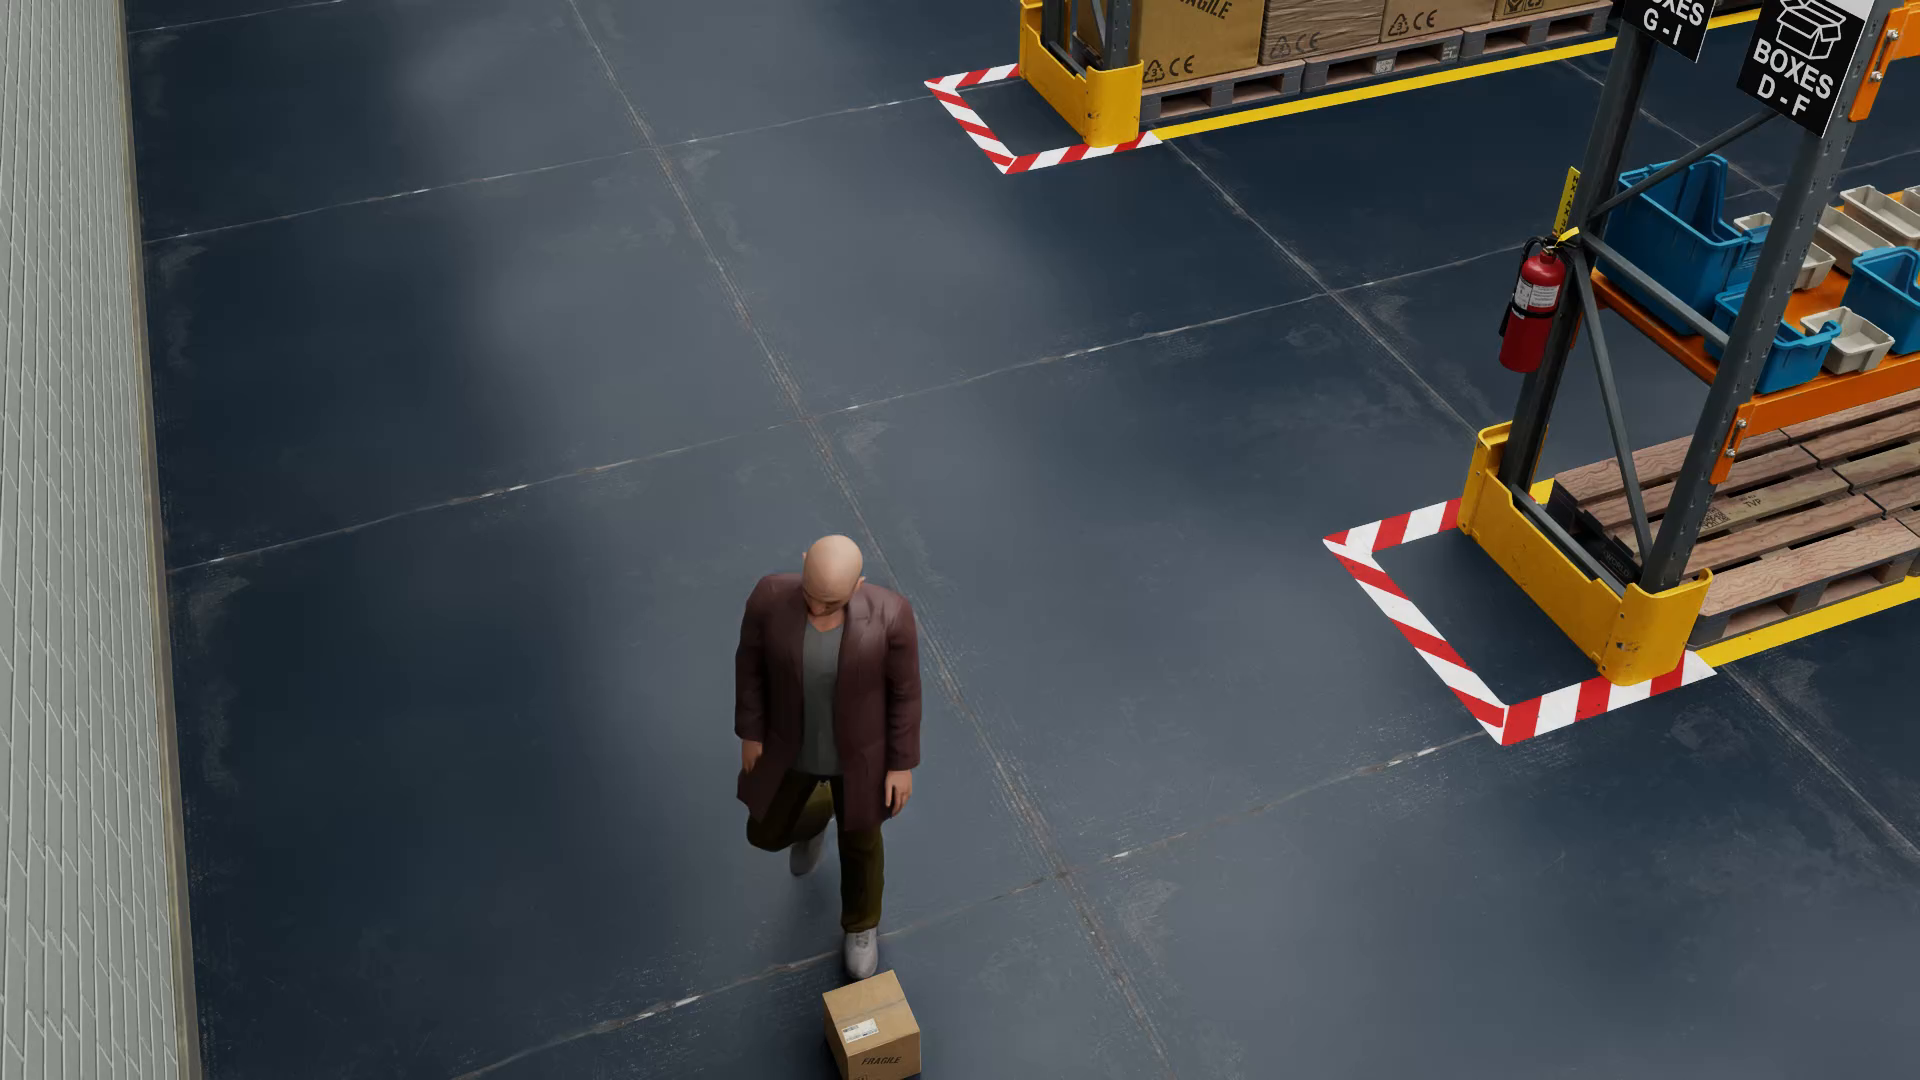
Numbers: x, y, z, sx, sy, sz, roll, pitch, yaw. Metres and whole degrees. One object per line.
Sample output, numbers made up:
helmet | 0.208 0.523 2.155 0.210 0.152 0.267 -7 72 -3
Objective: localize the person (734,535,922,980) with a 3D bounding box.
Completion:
person | -0.421 0.654 5.400 0.611 1.768 0.658 6 42 7
